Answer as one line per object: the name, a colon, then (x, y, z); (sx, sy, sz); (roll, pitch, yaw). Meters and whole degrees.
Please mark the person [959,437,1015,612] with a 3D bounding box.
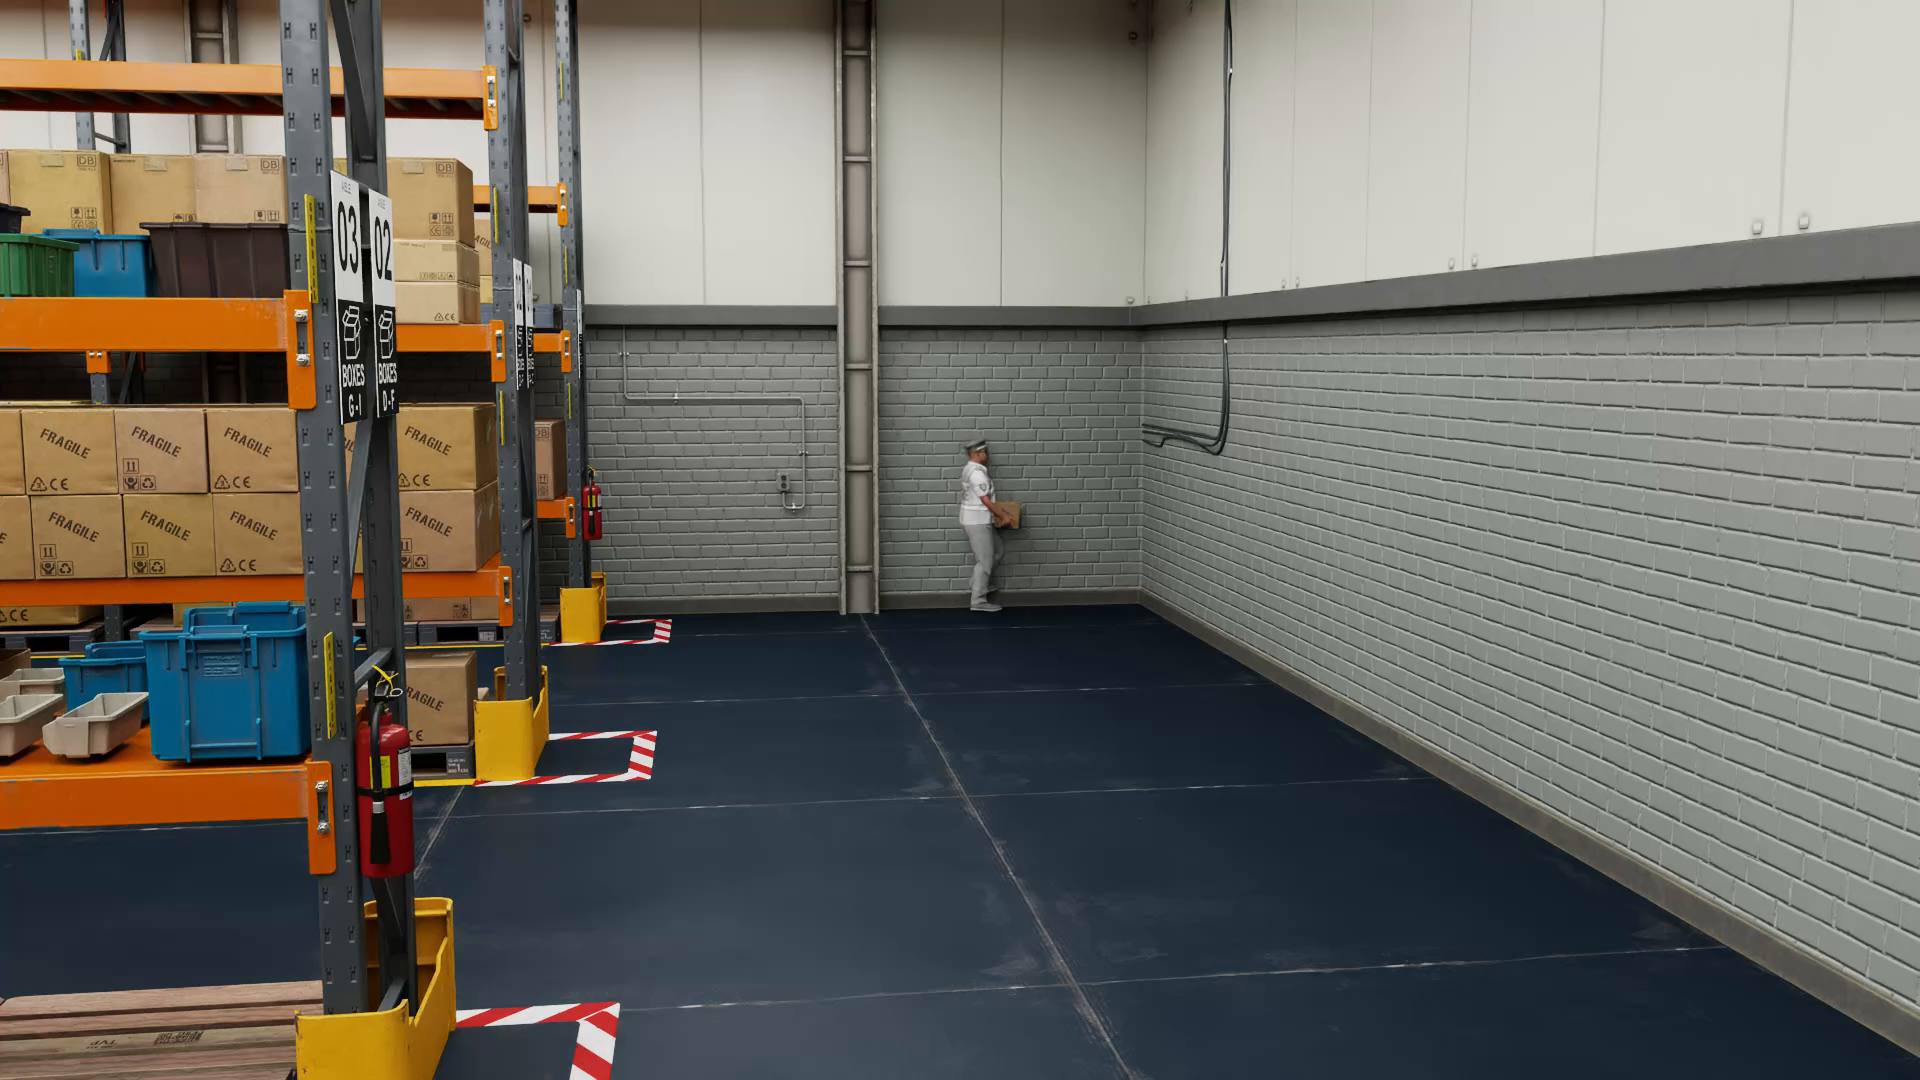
person: (0.274, -0.170, 17.068); (0.550, 1.775, 0.518); (-1, 7, -9)
